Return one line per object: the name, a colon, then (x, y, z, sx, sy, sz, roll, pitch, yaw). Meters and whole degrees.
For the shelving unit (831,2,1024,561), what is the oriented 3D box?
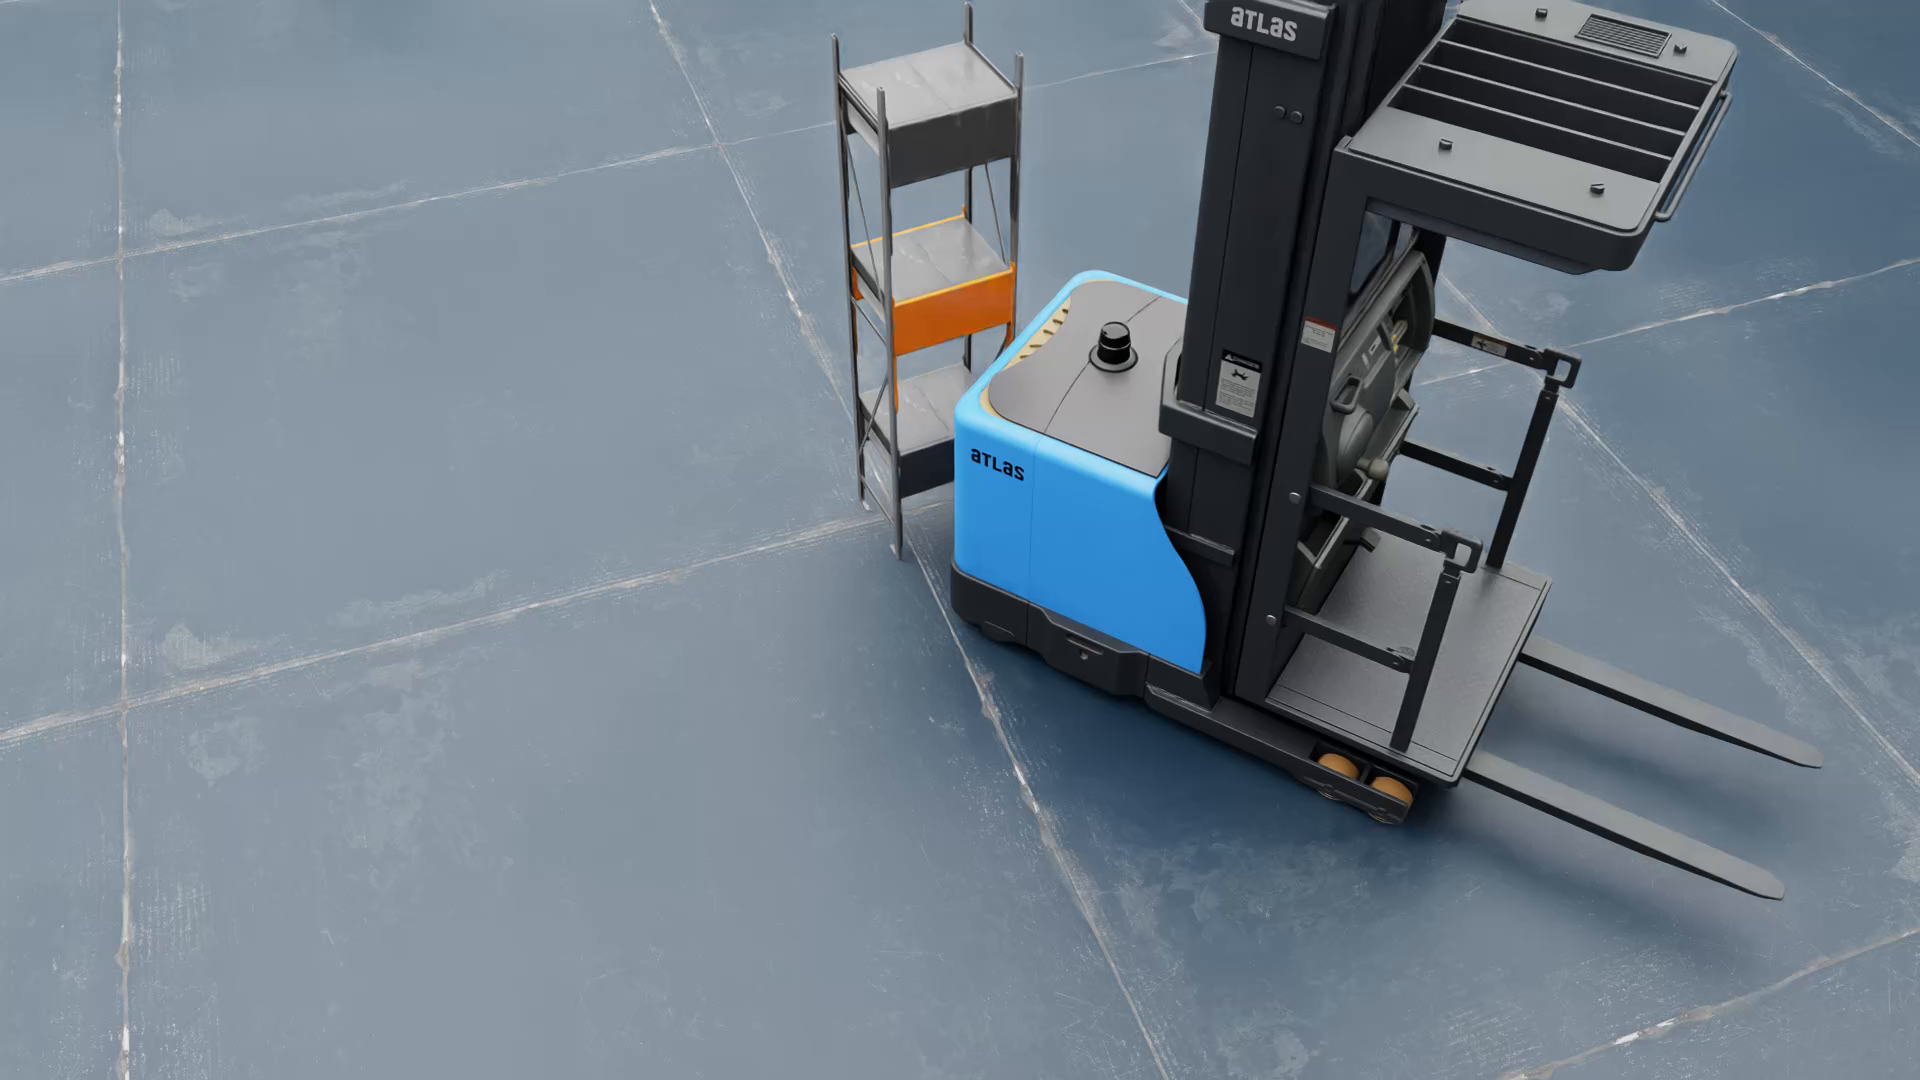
shelving unit: (-0.109, -0.863, 6.127, 0.503, 2.100, 0.431, -19, 48, -18)

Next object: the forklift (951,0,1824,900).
forklift: (1.493, -0.486, 5.165, 3.031, 2.935, 1.130, 23, 49, 21)

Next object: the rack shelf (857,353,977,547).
rack shelf: (-0.109, -0.359, 6.633, 0.480, 0.518, 0.431, -19, 48, -18)

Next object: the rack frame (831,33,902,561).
rack frame: (-0.328, -0.787, 6.051, 0.015, 2.100, 0.400, -19, 48, -18)

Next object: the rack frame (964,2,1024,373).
rack frame: (0.110, -0.939, 6.203, 0.015, 2.100, 0.400, -19, 48, -18)

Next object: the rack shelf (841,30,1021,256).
rack shelf: (-0.109, -1.347, 5.641, 0.480, 0.518, 0.431, -19, 48, -18)

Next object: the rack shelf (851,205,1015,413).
rack shelf: (-0.109, -0.853, 6.137, 0.480, 0.518, 0.431, -19, 48, -18)
